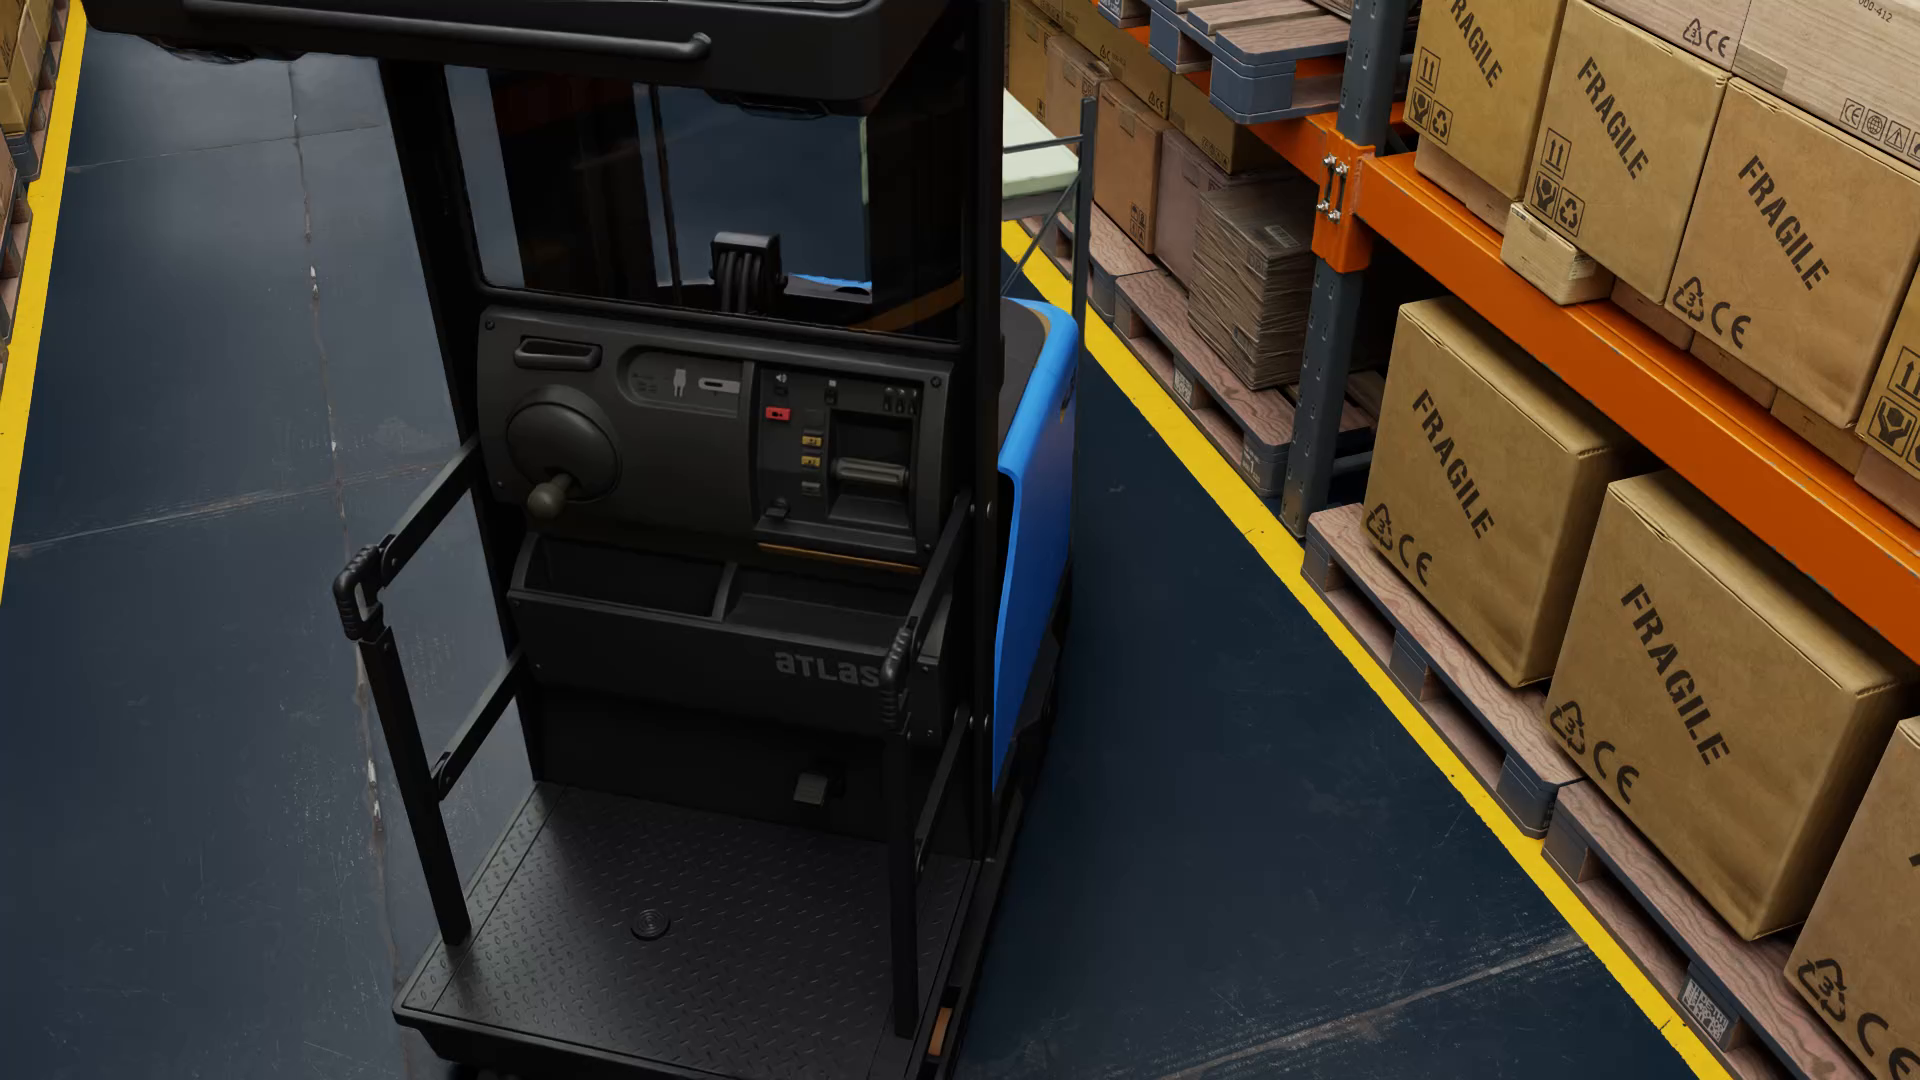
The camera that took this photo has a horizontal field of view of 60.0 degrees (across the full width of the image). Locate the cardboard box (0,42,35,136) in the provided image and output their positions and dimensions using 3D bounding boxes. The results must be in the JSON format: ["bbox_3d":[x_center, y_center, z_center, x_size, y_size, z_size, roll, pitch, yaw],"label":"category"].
[{"bbox_3d":[-4.388,-1.958,7.292,0.500,0.250,0.500,-12,39,-16],"label":"cardboard box"}]

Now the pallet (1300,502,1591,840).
[{"bbox_3d":[1.714,0.243,4.752,1.003,0.211,1.213,-12,39,-16],"label":"pallet"}]

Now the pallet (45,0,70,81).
[{"bbox_3d":[-5.171,-2.598,8.524,1.003,0.211,1.213,-12,39,-16],"label":"pallet"}]

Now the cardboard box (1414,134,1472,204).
[{"bbox_3d":[1.409,-1.005,4.284,0.380,0.149,0.250,-13,39,-17],"label":"cardboard box"}]

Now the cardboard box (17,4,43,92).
[{"bbox_3d":[-4.555,-2.241,7.669,0.500,0.250,0.500,-12,39,-16],"label":"cardboard box"}]

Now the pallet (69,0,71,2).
[{"bbox_3d":[-5.587,-3.286,9.437,1.003,0.211,1.213,-12,39,-16],"label":"pallet"}]

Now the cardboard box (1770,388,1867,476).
[{"bbox_3d":[1.878,-0.284,3.326,0.380,0.149,0.250,-12,39,-15],"label":"cardboard box"}]

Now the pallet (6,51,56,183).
[{"bbox_3d":[-4.747,-1.908,7.607,1.003,0.211,1.213,-12,39,-16],"label":"pallet"}]

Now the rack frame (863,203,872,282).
[{"bbox_3d":[-0.103,-0.902,5.201,0.400,1.500,0.023,-13,39,-17],"label":"rack frame"}]

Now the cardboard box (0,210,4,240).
[{"bbox_3d":[-3.926,-1.173,6.250,0.500,0.250,0.500,-13,39,-17],"label":"cardboard box"}]

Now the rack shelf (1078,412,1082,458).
[{"bbox_3d":[0.028,-0.436,5.124,0.431,0.370,0.720,-13,39,-17],"label":"rack shelf"}]

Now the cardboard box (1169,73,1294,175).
[{"bbox_3d":[1.079,-1.539,5.889,0.500,0.250,0.500,-12,39,-15],"label":"cardboard box"}]

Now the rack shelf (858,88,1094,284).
[{"bbox_3d":[0.028,-1.008,4.693,0.431,0.370,0.720,-13,39,-17],"label":"rack shelf"}]

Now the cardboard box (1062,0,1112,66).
[{"bbox_3d":[0.743,-2.114,6.653,0.500,0.250,0.500,-14,39,-17],"label":"cardboard box"}]

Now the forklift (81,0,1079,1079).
[{"bbox_3d":[-0.525,-0.127,2.982,1.130,2.935,3.031,8,38,11],"label":"forklift"}]

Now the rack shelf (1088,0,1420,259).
[{"bbox_3d":[0.825,-2.174,6.241,1.077,0.370,4.000,-12,39,-16],"label":"rack shelf"}]

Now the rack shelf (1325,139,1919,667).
[{"bbox_3d":[2.201,0.086,3.241,1.077,0.370,4.000,-12,39,-16],"label":"rack shelf"}]

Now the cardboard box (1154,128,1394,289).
[{"bbox_3d":[1.148,-1.220,6.088,0.700,0.500,0.500,-13,39,-16],"label":"cardboard box"}]

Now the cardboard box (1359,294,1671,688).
[{"bbox_3d":[1.643,-0.198,4.458,0.750,0.750,0.750,-13,39,-17],"label":"cardboard box"}]

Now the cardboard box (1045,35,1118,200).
[{"bbox_3d":[0.768,-1.778,6.829,0.700,0.500,0.500,-12,39,-15],"label":"cardboard box"}]

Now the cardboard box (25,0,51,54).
[{"bbox_3d":[-4.723,-2.525,8.045,0.500,0.250,0.500,-12,39,-16],"label":"cardboard box"}]

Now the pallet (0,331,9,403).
[{"bbox_3d":[-3.799,-0.351,5.541,1.003,0.211,1.213,-12,39,-16],"label":"pallet"}]

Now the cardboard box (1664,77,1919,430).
[{"bbox_3d":[1.781,-0.593,3.197,0.500,0.500,0.500,-13,39,-16],"label":"cardboard box"}]

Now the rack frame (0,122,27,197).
[{"bbox_3d":[-4.513,-2.563,6.160,1.000,3.000,0.127,-12,39,-16],"label":"rack frame"}]

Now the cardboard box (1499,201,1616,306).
[{"bbox_3d":[1.500,-0.693,3.870,0.380,0.149,0.250,-11,38,-15],"label":"cardboard box"}]

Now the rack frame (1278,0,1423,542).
[{"bbox_3d":[1.513,-1.332,4.525,1.000,3.000,0.127,-12,39,-16],"label":"rack frame"}]

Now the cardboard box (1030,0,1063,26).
[{"bbox_3d":[0.560,-2.408,7.042,0.500,0.250,0.500,-13,39,-17],"label":"cardboard box"}]

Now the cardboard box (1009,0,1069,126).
[{"bbox_3d":[0.631,-2.075,7.223,0.700,0.500,0.500,-13,39,-17],"label":"cardboard box"}]

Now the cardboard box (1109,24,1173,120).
[{"bbox_3d":[0.897,-1.829,6.273,0.500,0.250,0.500,-13,39,-16],"label":"cardboard box"}]

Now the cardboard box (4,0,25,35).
[{"bbox_3d":[-4.558,-2.540,7.442,0.500,0.500,0.500,-12,39,-16],"label":"cardboard box"}]

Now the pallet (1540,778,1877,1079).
[{"bbox_3d":[2.130,0.931,3.838,1.003,0.211,1.213,-12,39,-16],"label":"pallet"}]

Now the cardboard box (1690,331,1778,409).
[{"bbox_3d":[1.799,-0.432,3.523,0.380,0.149,0.250,-12,39,-15],"label":"cardboard box"}]

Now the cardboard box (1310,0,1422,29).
[{"bbox_3d":[1.342,-1.811,4.712,0.700,0.500,0.500,-17,40,-21],"label":"cardboard box"}]

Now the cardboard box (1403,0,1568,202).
[{"bbox_3d":[1.440,-1.171,3.964,0.500,0.500,0.500,-11,38,-15],"label":"cardboard box"}]

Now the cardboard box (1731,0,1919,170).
[{"bbox_3d":[1.789,-0.903,2.985,0.500,0.250,0.500,-12,39,-16],"label":"cardboard box"}]

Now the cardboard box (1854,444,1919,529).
[{"bbox_3d":[1.947,-0.141,3.136,0.380,0.149,0.250,-12,39,-16],"label":"cardboard box"}]

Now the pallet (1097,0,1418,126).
[{"bbox_3d":[1.168,-1.635,5.088,1.213,0.211,1.003,-12,39,-16],"label":"pallet"}]

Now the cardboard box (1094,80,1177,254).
[{"bbox_3d":[0.951,-1.495,6.453,0.700,0.500,0.500,-13,39,-16],"label":"cardboard box"}]

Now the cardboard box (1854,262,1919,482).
[{"bbox_3d":[1.968,-0.300,2.808,0.500,0.500,0.500,-11,38,-15],"label":"cardboard box"}]

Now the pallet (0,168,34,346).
[{"bbox_3d":[-4.223,-1.042,6.457,1.003,0.211,1.213,-12,39,-16],"label":"pallet"}]

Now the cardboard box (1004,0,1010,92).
[{"bbox_3d":[0.406,-2.356,7.597,0.700,0.500,0.500,-11,38,-14],"label":"cardboard box"}]

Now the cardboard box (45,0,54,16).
[{"bbox_3d":[-4.900,-2.806,8.418,0.500,0.250,0.500,-12,39,-16],"label":"cardboard box"}]

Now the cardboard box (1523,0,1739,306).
[{"bbox_3d":[1.612,-0.873,3.569,0.500,0.500,0.500,-11,38,-14],"label":"cardboard box"}]

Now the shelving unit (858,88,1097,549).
[{"bbox_3d":[0.028,-0.696,4.928,0.431,1.500,0.755,-13,39,-17],"label":"shelving unit"}]

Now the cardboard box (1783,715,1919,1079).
[{"bbox_3d":[2.235,0.777,3.163,0.750,0.750,0.750,-11,38,-15],"label":"cardboard box"}]

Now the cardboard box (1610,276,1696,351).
[{"bbox_3d":[1.702,-0.577,3.715,0.380,0.149,0.250,-13,39,-16],"label":"cardboard box"}]

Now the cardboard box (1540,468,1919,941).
[{"bbox_3d":[1.939,0.298,3.799,0.750,0.750,0.750,-13,39,-16],"label":"cardboard box"}]

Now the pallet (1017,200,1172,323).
[{"bbox_3d":[0.830,-1.348,6.864,1.003,0.211,1.213,-12,39,-16],"label":"pallet"}]

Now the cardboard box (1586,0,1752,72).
[{"bbox_3d":[1.613,-1.185,3.359,0.500,0.250,0.500,-13,39,-17],"label":"cardboard box"}]

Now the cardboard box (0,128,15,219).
[{"bbox_3d":[-4.098,-1.459,6.630,0.500,0.250,0.500,-13,39,-16],"label":"cardboard box"}]

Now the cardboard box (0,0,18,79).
[{"bbox_3d":[-4.379,-2.259,7.069,0.500,0.500,0.500,-12,39,-16],"label":"cardboard box"}]

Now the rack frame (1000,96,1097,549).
[{"bbox_3d":[0.159,-0.491,4.655,0.400,1.500,0.023,-13,39,-17],"label":"rack frame"}]

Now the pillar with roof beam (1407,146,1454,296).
[{"bbox_3d":[-2.164,-3.750,2.749,9.100,9.000,0.400,-12,39,-16],"label":"pillar with roof beam"}]

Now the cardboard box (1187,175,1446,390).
[{"bbox_3d":[1.216,-0.905,5.670,0.700,0.500,0.500,-12,39,-15],"label":"cardboard box"}]

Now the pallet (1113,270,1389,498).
[{"bbox_3d":[1.246,-0.660,5.950,1.003,0.211,1.213,-12,39,-16],"label":"pallet"}]

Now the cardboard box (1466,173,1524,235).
[{"bbox_3d":[1.488,-0.861,4.092,0.380,0.149,0.250,-12,39,-15],"label":"cardboard box"}]

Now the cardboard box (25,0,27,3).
[{"bbox_3d":[-4.723,-2.824,7.819,0.500,0.500,0.500,-12,39,-16],"label":"cardboard box"}]
